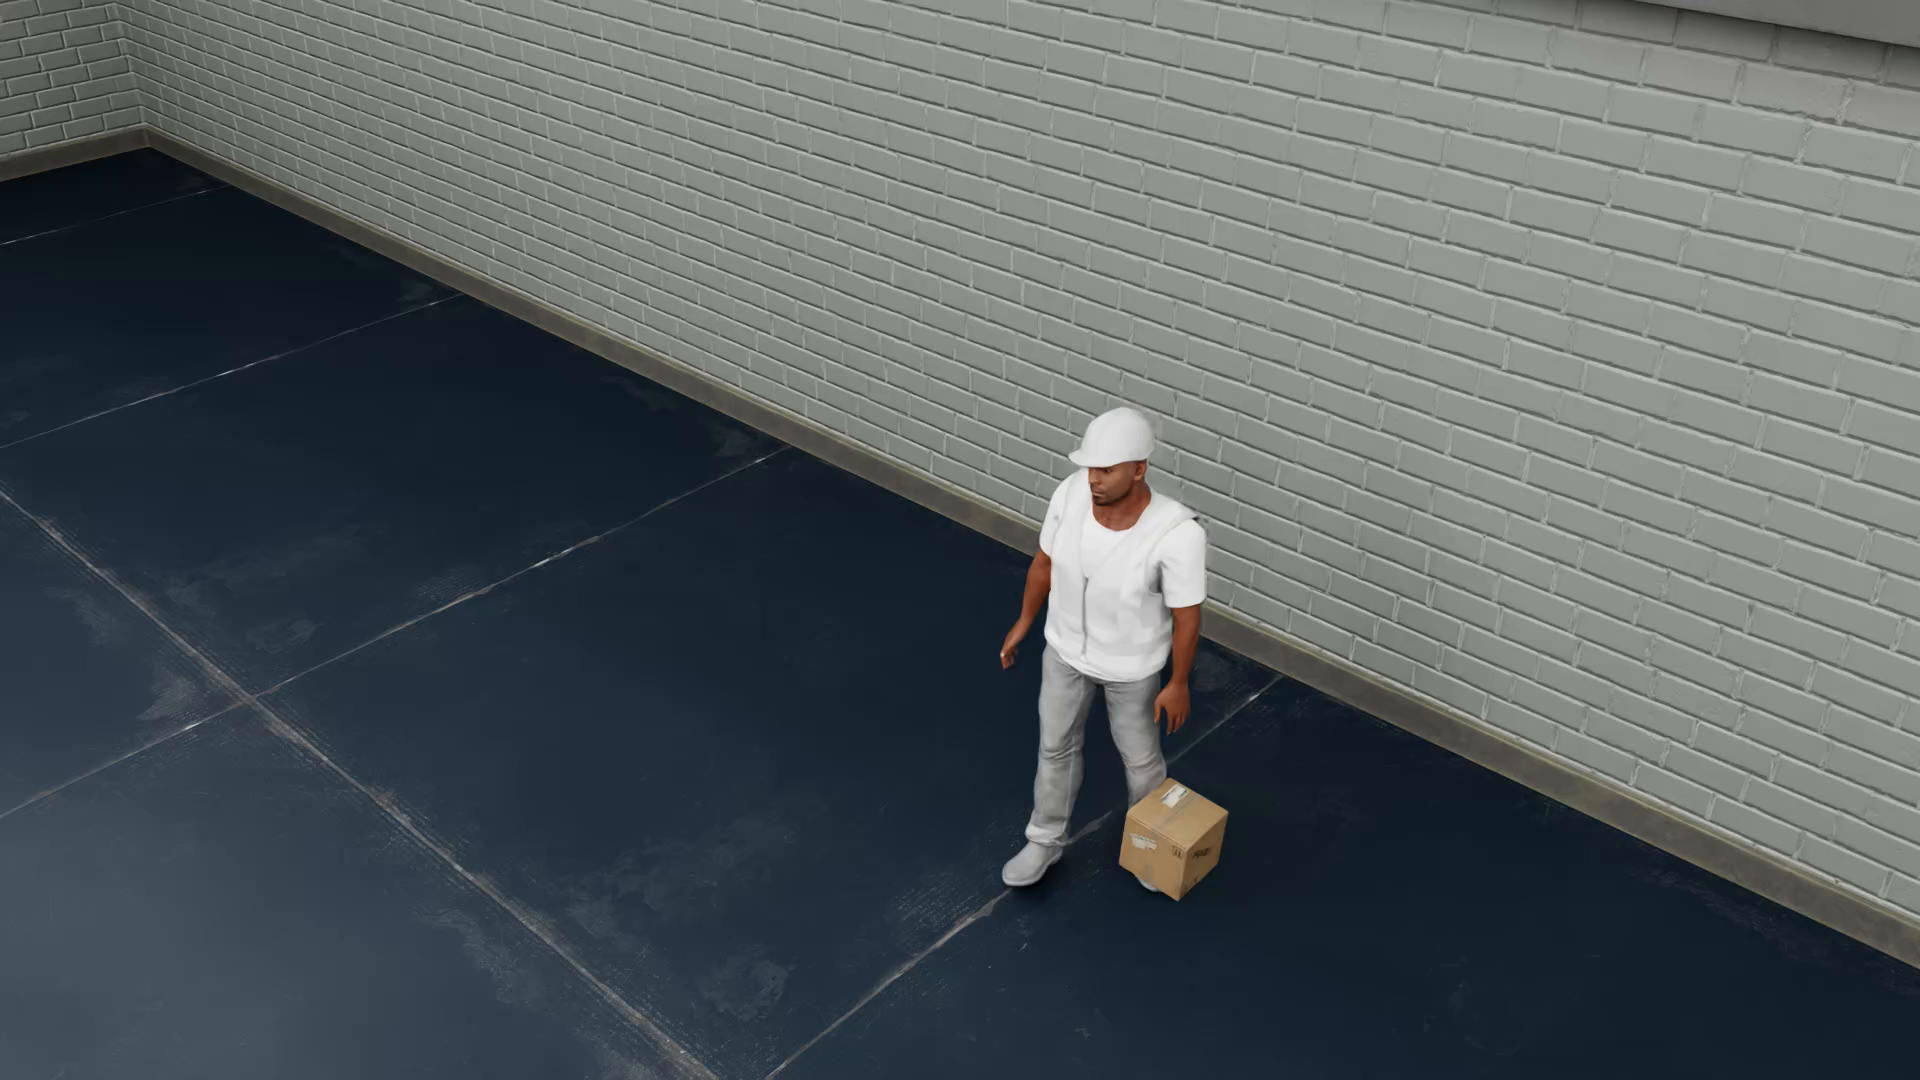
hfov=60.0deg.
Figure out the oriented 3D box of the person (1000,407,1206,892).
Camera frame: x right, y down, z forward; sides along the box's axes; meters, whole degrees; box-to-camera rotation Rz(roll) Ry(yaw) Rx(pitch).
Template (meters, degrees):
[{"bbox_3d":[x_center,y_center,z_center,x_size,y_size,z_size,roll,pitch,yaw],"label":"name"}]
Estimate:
[{"bbox_3d":[0.429,0.394,5.412,0.669,1.765,0.561,20,36,29],"label":"person"}]
